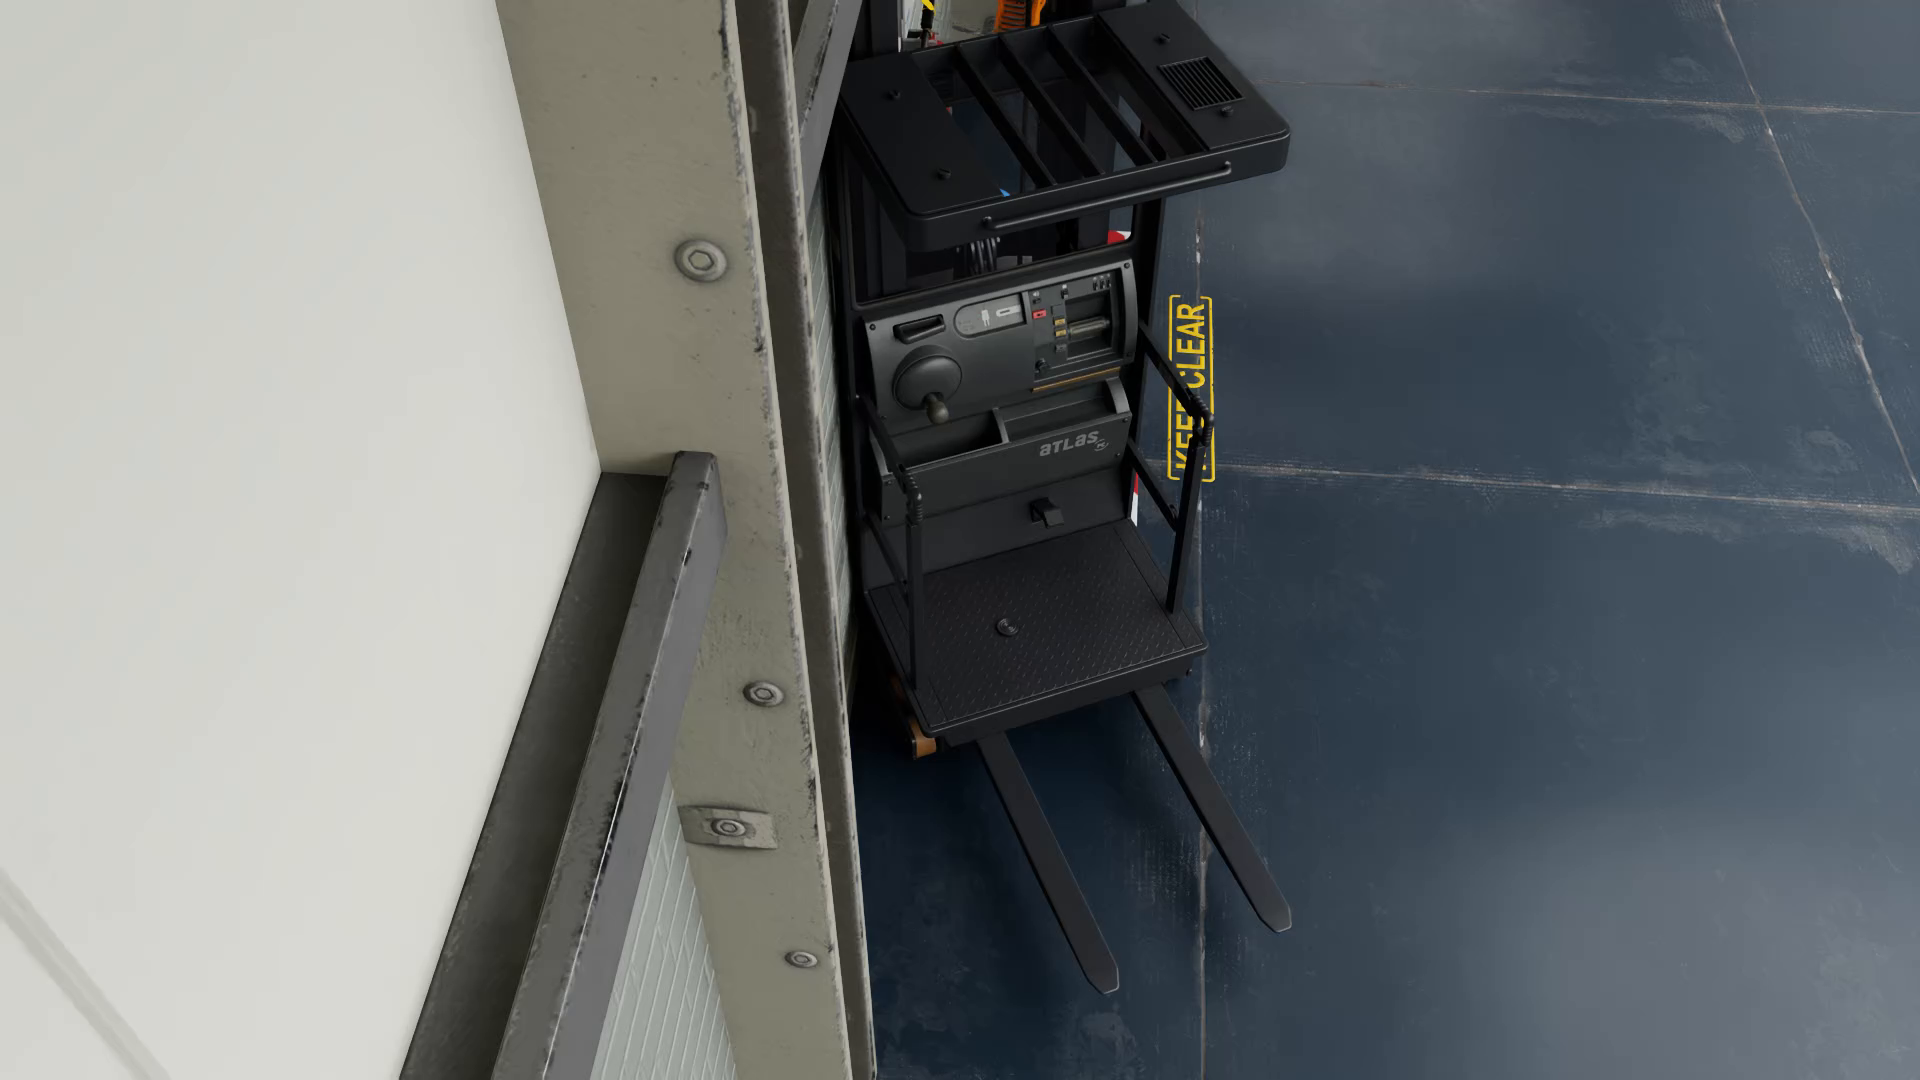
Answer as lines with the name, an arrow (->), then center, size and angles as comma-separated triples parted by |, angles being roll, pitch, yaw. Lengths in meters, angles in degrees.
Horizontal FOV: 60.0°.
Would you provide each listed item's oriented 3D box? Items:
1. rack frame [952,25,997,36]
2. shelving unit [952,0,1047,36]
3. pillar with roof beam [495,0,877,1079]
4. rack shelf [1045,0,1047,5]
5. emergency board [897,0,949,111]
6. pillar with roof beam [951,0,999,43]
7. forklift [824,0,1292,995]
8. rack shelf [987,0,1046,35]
rack frame -> 0.415, -2.537, 8.602 | 0.240, 0.015, 1.200 | 21, 16, 34
shelving unit -> 0.463, -2.769, 8.544 | 0.258, 0.503, 1.200 | 21, 16, 34
pillar with roof beam -> 3.854, -0.948, 1.545 | 9.100, 9.000, 0.400 | 4, 48, 4
rack shelf -> 0.422, -2.764, 8.491 | 0.258, 0.480, 0.148 | 21, 16, 34
emergency board -> -0.150, -1.808, 6.397 | 0.194, 1.169, 0.643 | 4, 48, 4
pillar with roof beam -> 4.401, -5.357, 5.577 | 9.100, 9.000, 0.400 | 4, 48, 4
forklift -> 0.222, -0.554, 5.297 | 1.130, 2.935, 3.031 | -16, 49, -14
rack shelf -> 0.304, -2.750, 8.332 | 0.258, 0.480, 0.148 | 21, 16, 34
